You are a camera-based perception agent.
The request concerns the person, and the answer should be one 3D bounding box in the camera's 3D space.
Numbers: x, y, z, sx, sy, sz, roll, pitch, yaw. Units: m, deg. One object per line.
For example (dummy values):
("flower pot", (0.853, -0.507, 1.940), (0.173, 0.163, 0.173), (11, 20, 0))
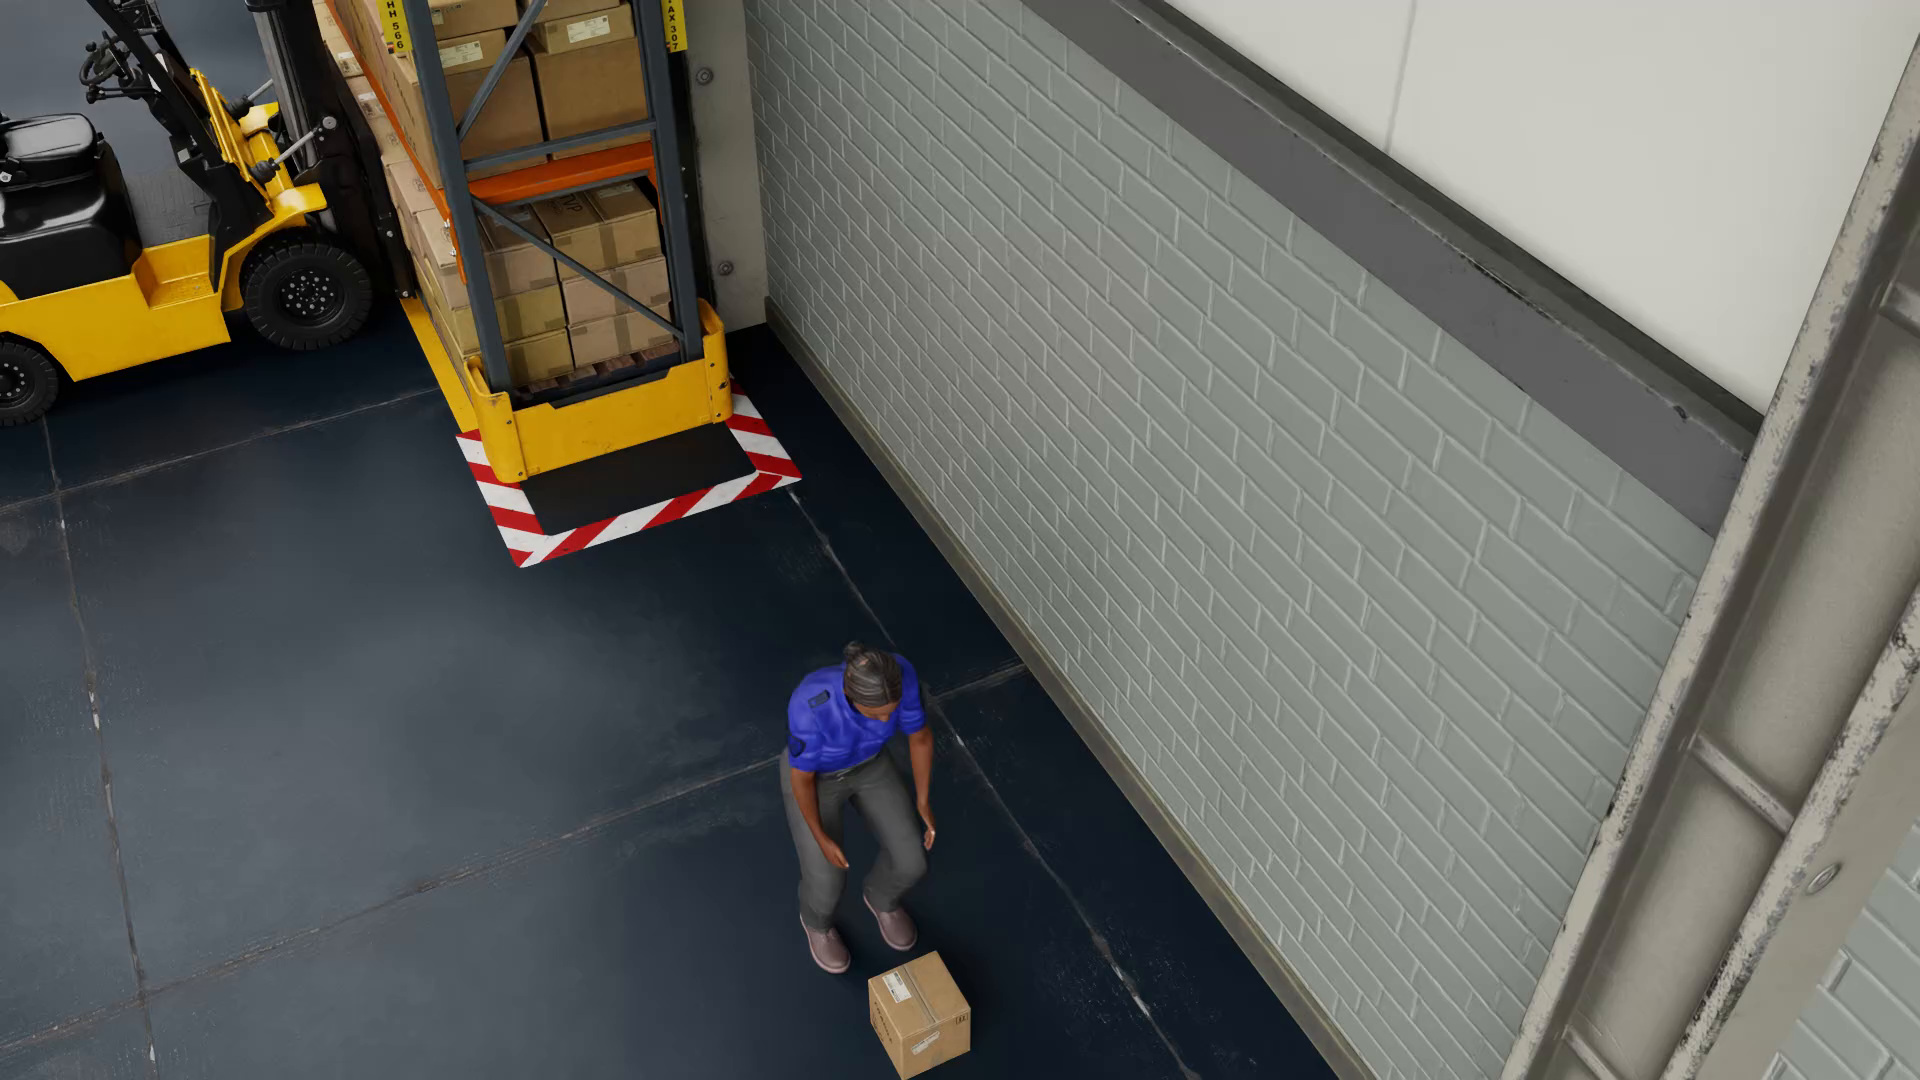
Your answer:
("person", (-0.324, 0.813, 5.367), (0.484, 1.507, 0.513), (-18, 45, -20))
